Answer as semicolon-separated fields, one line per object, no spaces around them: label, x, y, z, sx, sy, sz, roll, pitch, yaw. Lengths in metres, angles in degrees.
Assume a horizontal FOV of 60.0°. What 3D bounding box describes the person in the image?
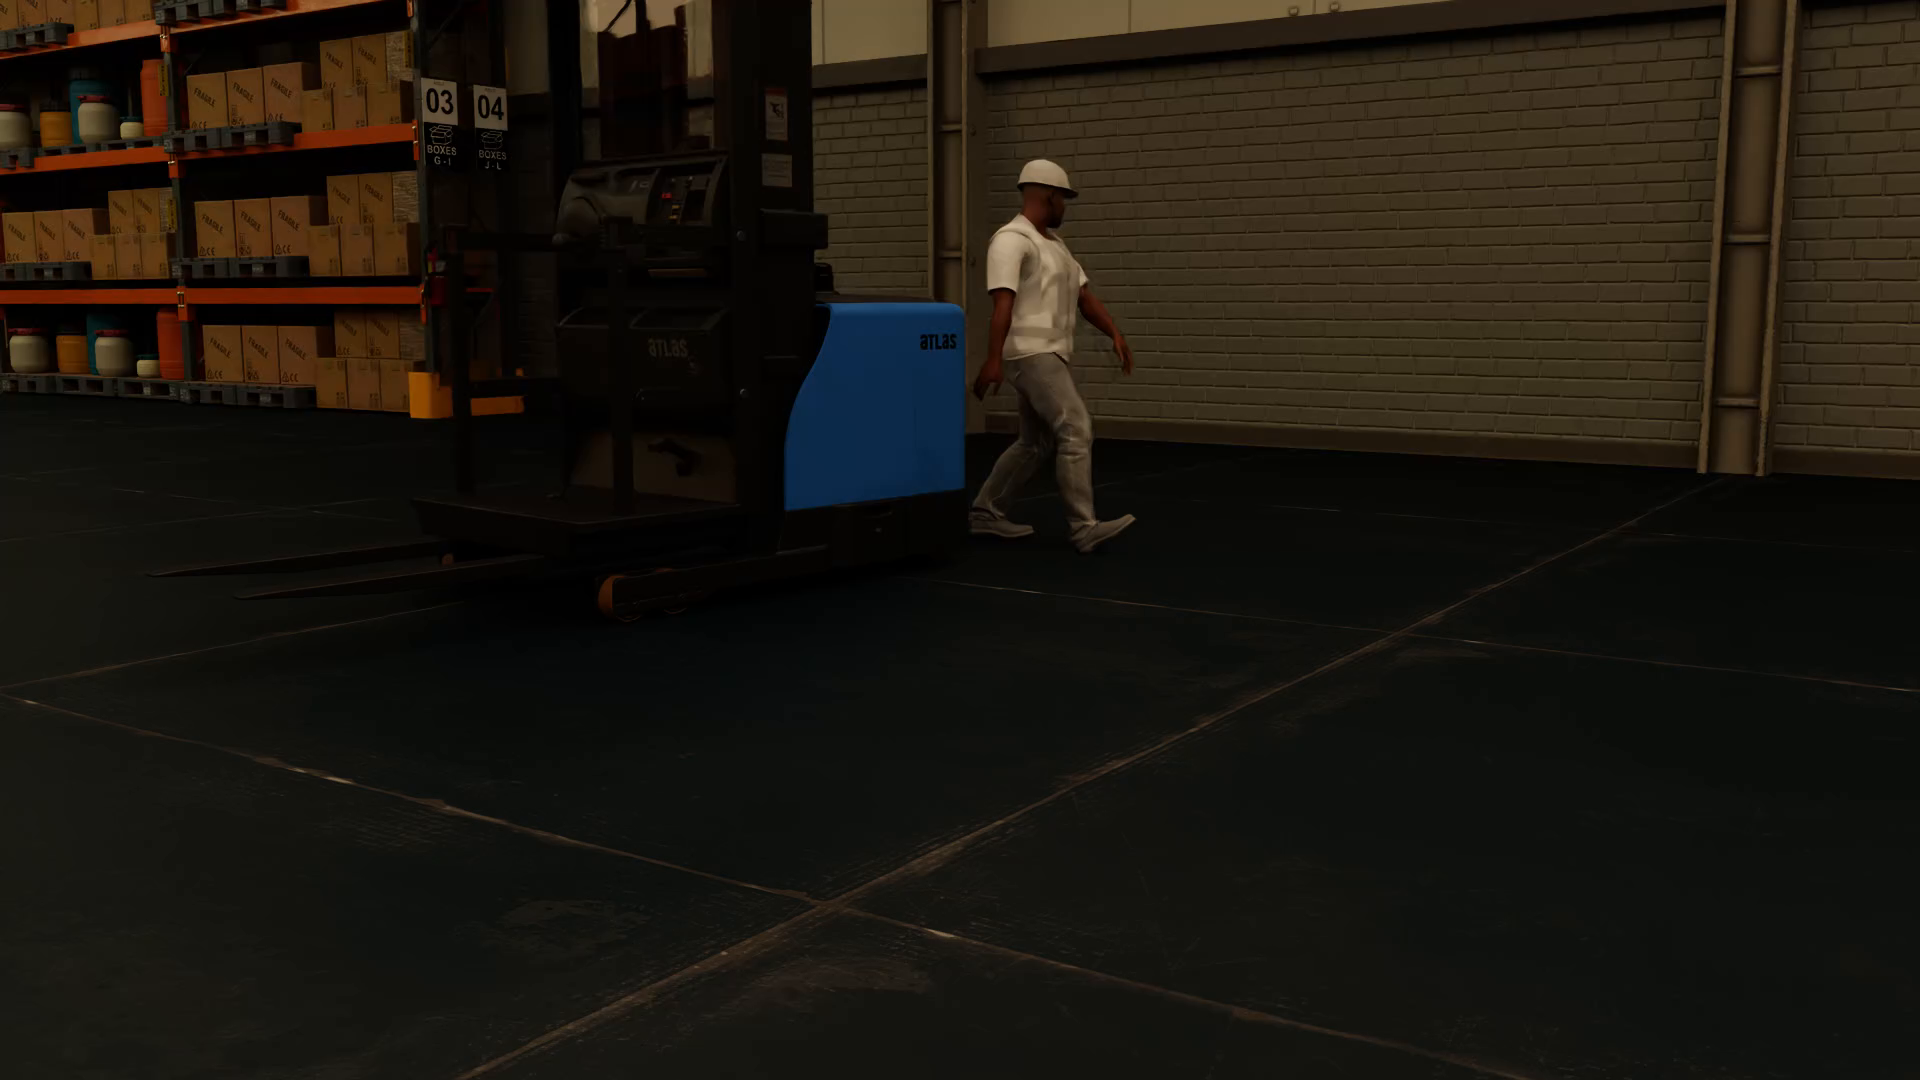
person;0.390;-0.803;7.293;0.880;1.718;0.725;3;9;19

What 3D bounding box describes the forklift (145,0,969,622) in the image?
forklift;-1.325;-1.251;5.992;1.130;2.935;3.031;7;11;42
